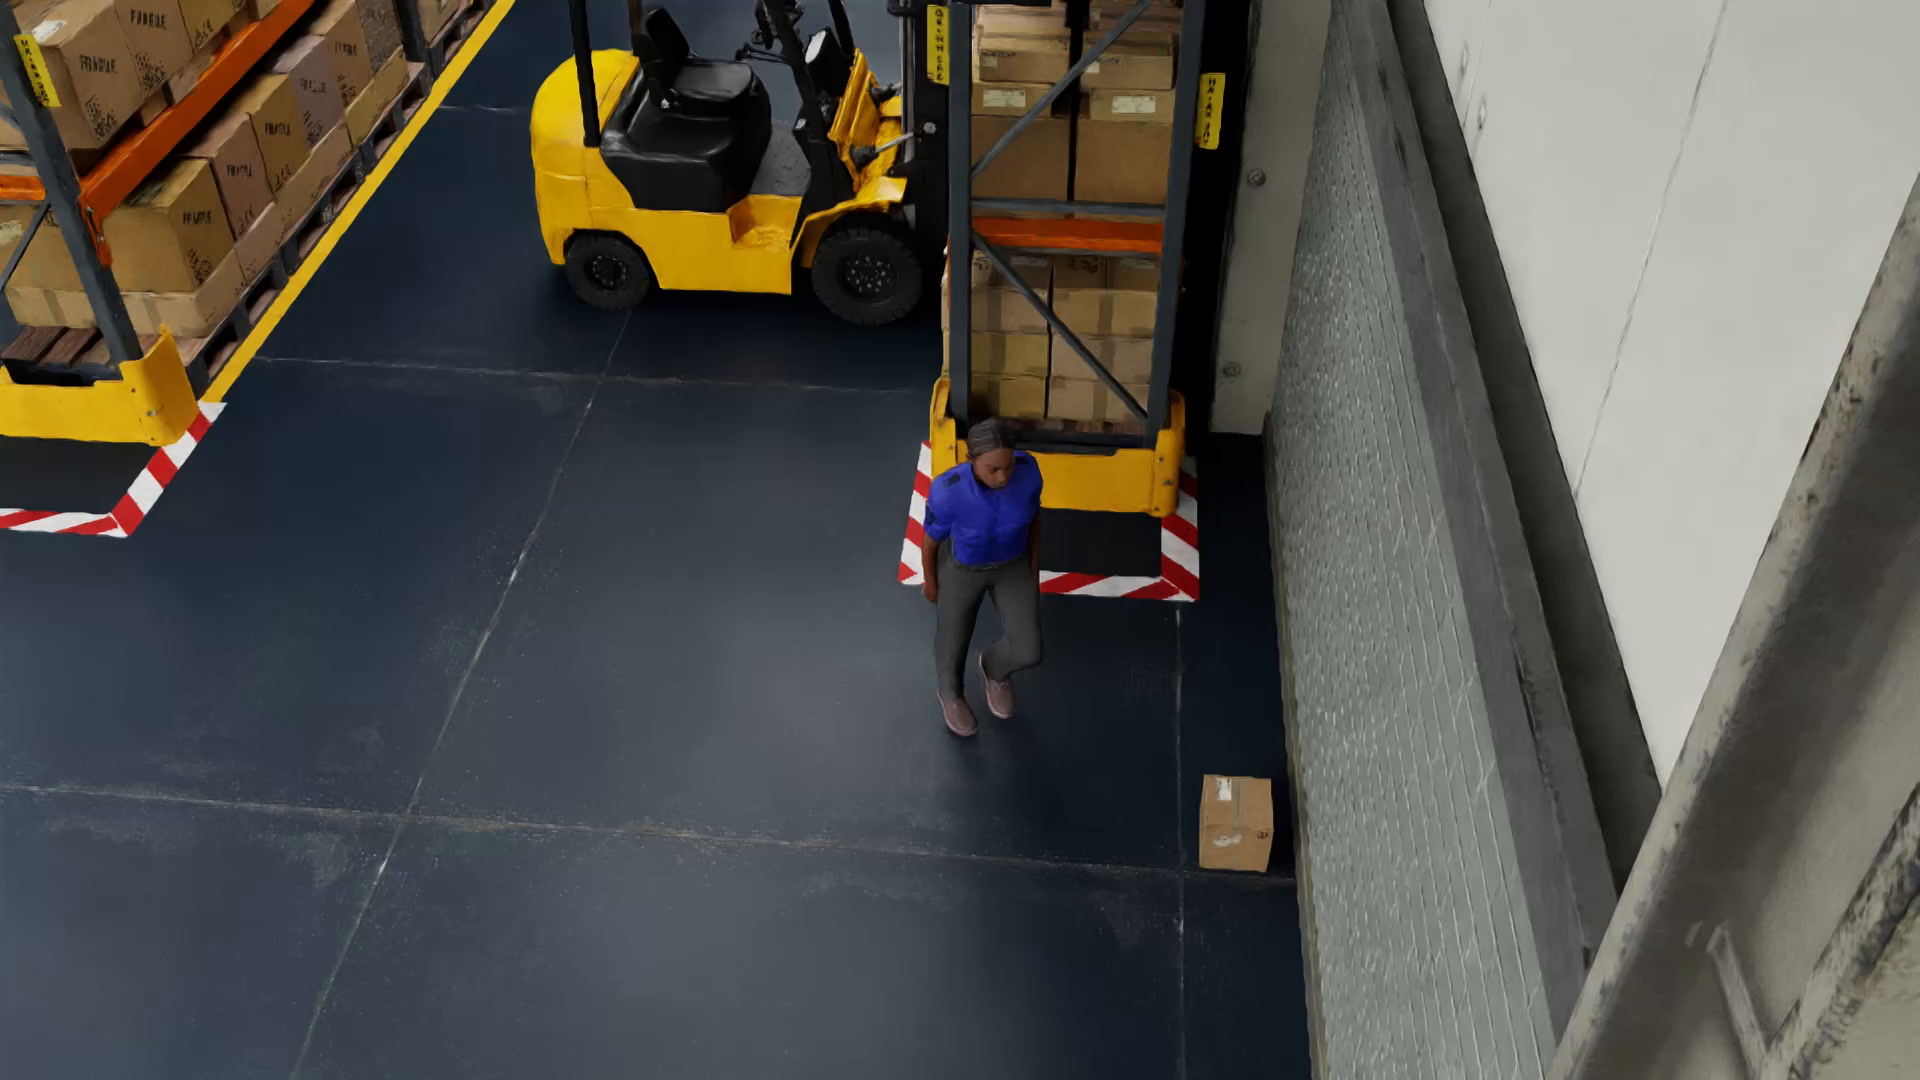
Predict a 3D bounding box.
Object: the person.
[{"bbox_3d":[0.083,0.136,6.284,0.463,1.636,0.487,-12,42,-13],"label":"person"}]
